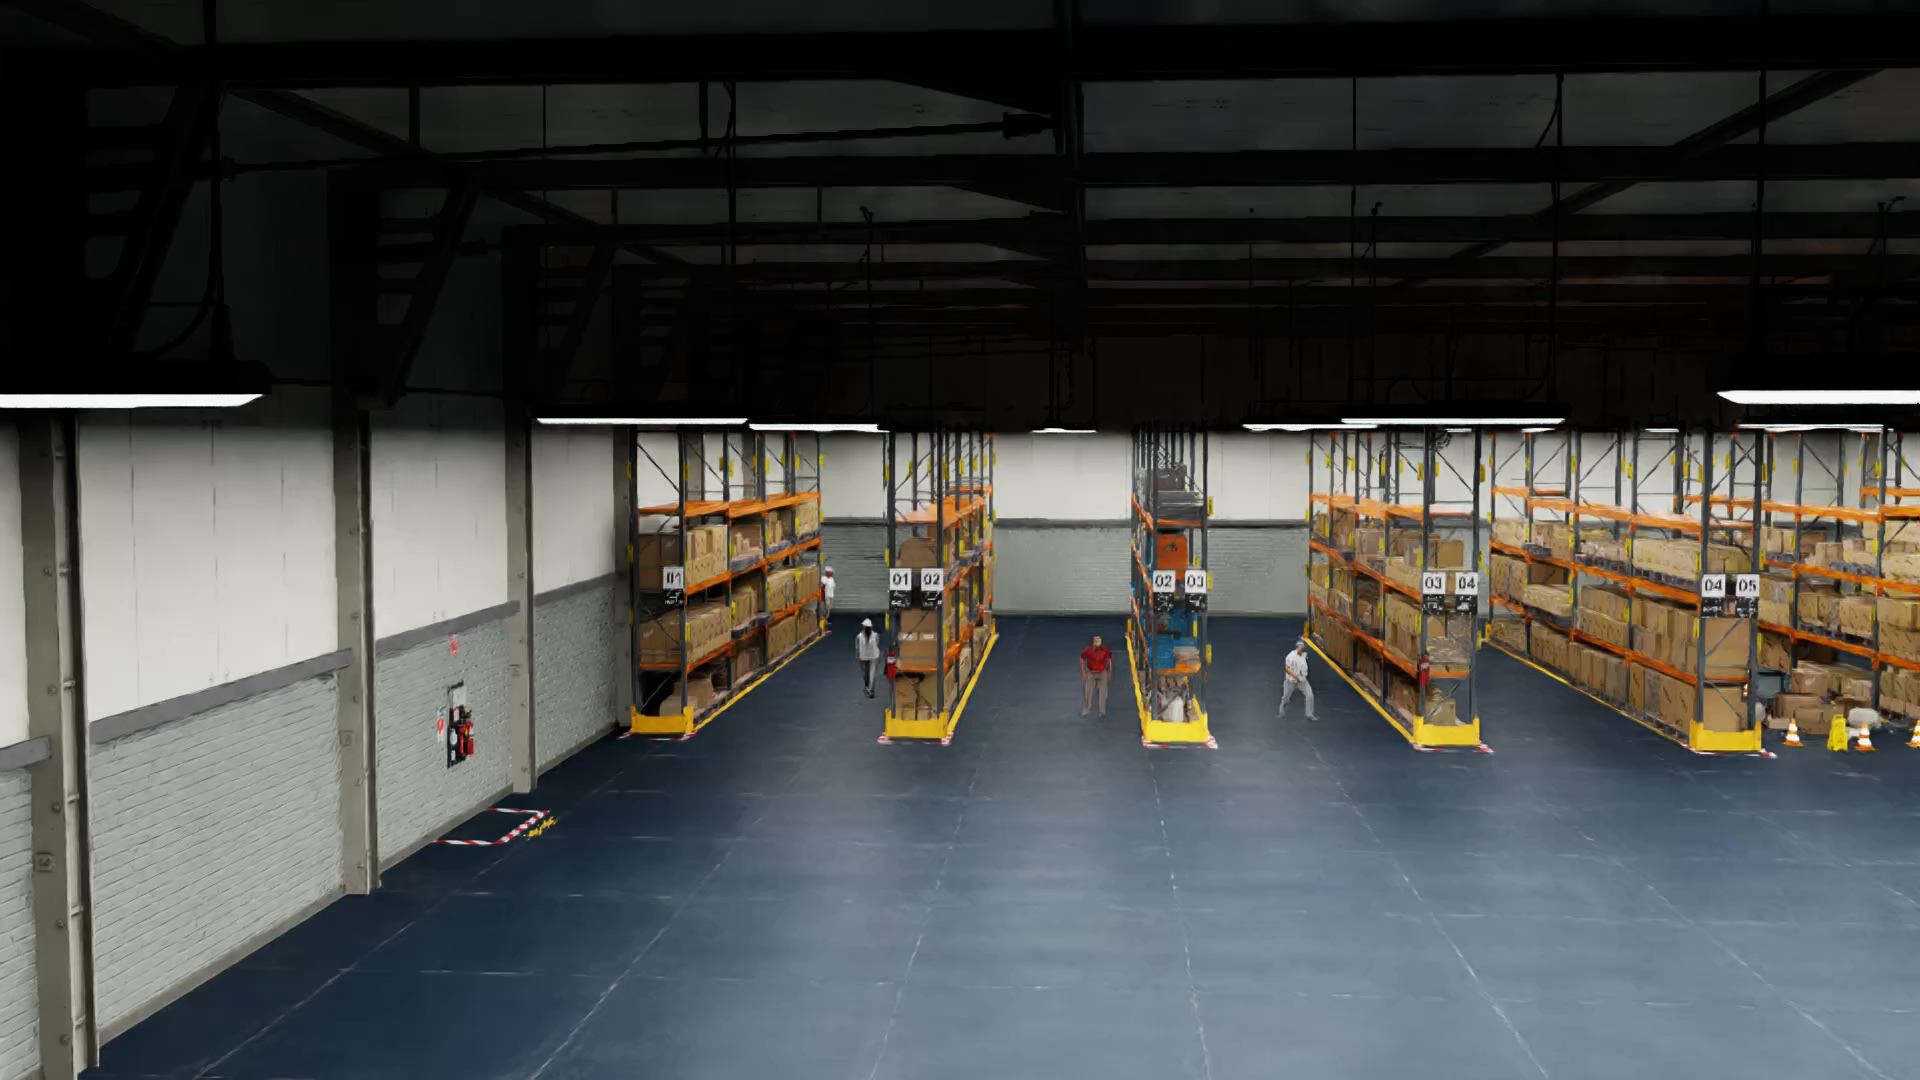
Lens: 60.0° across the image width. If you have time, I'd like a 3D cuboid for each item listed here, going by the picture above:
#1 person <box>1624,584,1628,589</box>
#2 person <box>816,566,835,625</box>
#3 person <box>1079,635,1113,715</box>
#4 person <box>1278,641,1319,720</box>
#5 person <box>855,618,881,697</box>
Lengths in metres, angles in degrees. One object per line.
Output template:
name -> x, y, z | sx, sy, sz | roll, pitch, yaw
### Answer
person -> 17.613, 2.037, 43.910 | 0.544, 1.788, 0.626 | 1, 4, 22
person -> -4.048, 1.672, 49.948 | 0.464, 1.761, 0.720 | 2, 4, 32
person -> 2.777, 2.745, 33.902 | 0.682, 1.676, 0.535 | 0, 4, 3
person -> 6.793, 2.799, 33.479 | 0.656, 1.597, 0.818 | -1, 4, -12
person -> -2.030, 2.558, 36.420 | 0.543, 1.700, 1.115 | 0, 4, 7
